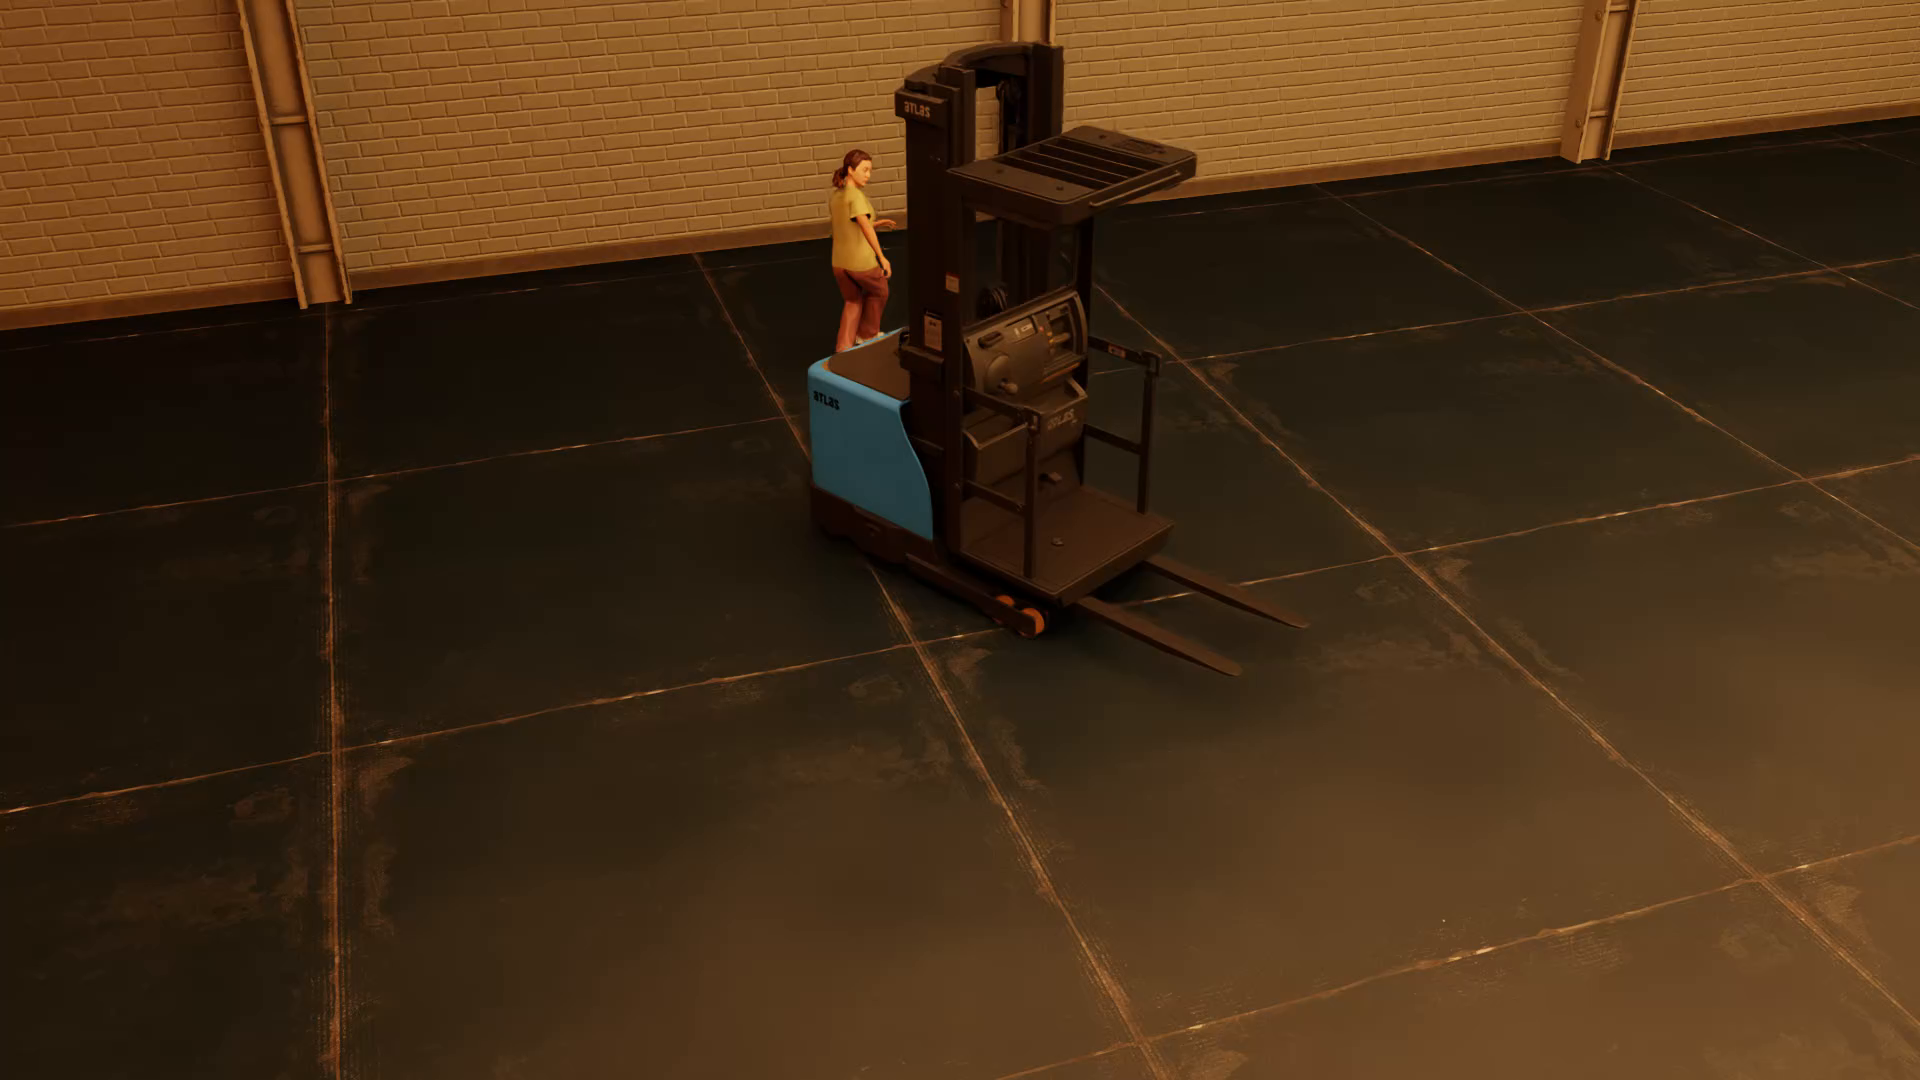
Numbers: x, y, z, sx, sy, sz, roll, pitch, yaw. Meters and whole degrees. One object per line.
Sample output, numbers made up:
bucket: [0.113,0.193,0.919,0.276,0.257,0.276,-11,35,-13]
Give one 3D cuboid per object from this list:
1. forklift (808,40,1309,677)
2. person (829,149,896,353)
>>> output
forklift: [0.518,-1.028,8.874,3.031,2.935,1.130,25,38,36]
person: [-0.644,-2.033,12.045,0.726,1.549,0.769,20,36,31]
